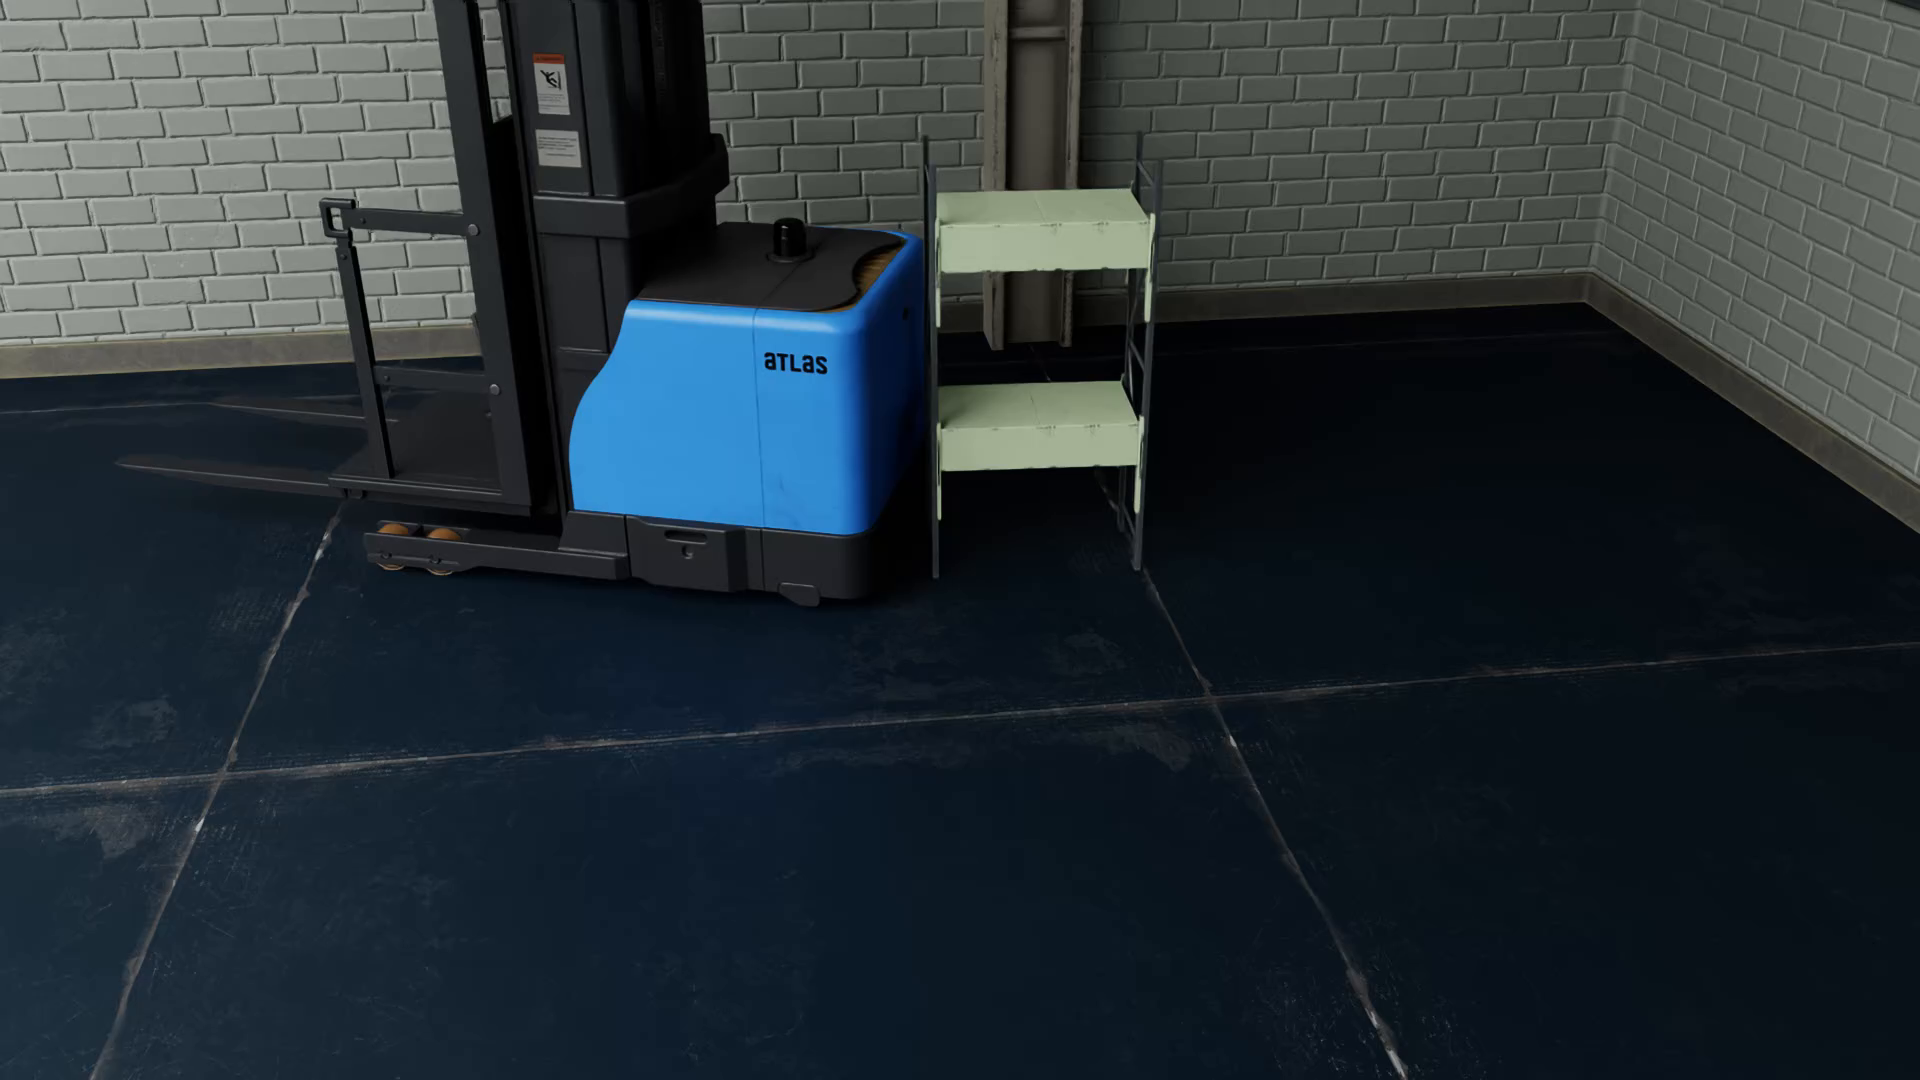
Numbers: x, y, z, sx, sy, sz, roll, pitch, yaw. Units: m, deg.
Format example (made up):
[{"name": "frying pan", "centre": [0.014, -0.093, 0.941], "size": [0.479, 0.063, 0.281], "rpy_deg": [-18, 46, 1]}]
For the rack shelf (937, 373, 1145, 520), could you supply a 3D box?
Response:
[{"name": "rack shelf", "centre": [0.264, -0.341, 5.986], "size": [0.720, 0.370, 0.431], "rpy_deg": [-2, 27, -4]}]

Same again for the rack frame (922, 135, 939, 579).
[{"name": "rack frame", "centre": [-0.101, -0.618, 5.811], "size": [0.023, 1.500, 0.400], "rpy_deg": [-2, 27, -4]}]

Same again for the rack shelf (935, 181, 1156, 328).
[{"name": "rack shelf", "centre": [0.264, -0.978, 5.659], "size": [0.720, 0.370, 0.431], "rpy_deg": [-2, 27, -4]}]

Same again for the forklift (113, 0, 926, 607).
[{"name": "forklift", "centre": [-1.677, -1.404, 5.776], "size": [3.031, 2.935, 1.130], "rpy_deg": [5, 28, 11]}]

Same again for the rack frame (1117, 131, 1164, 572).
[{"name": "rack frame", "centre": [0.628, -0.644, 5.862], "size": [0.023, 1.500, 0.400], "rpy_deg": [-2, 27, -4]}]

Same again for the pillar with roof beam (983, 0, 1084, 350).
[{"name": "pillar with roof beam", "centre": [0.931, -3.056, 2.349], "size": [0.400, 9.000, 9.100], "rpy_deg": [-4, 27, -7]}]

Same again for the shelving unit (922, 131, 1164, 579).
[{"name": "shelving unit", "centre": [0.264, -0.631, 5.837], "size": [0.755, 1.500, 0.431], "rpy_deg": [-2, 27, -4]}]
